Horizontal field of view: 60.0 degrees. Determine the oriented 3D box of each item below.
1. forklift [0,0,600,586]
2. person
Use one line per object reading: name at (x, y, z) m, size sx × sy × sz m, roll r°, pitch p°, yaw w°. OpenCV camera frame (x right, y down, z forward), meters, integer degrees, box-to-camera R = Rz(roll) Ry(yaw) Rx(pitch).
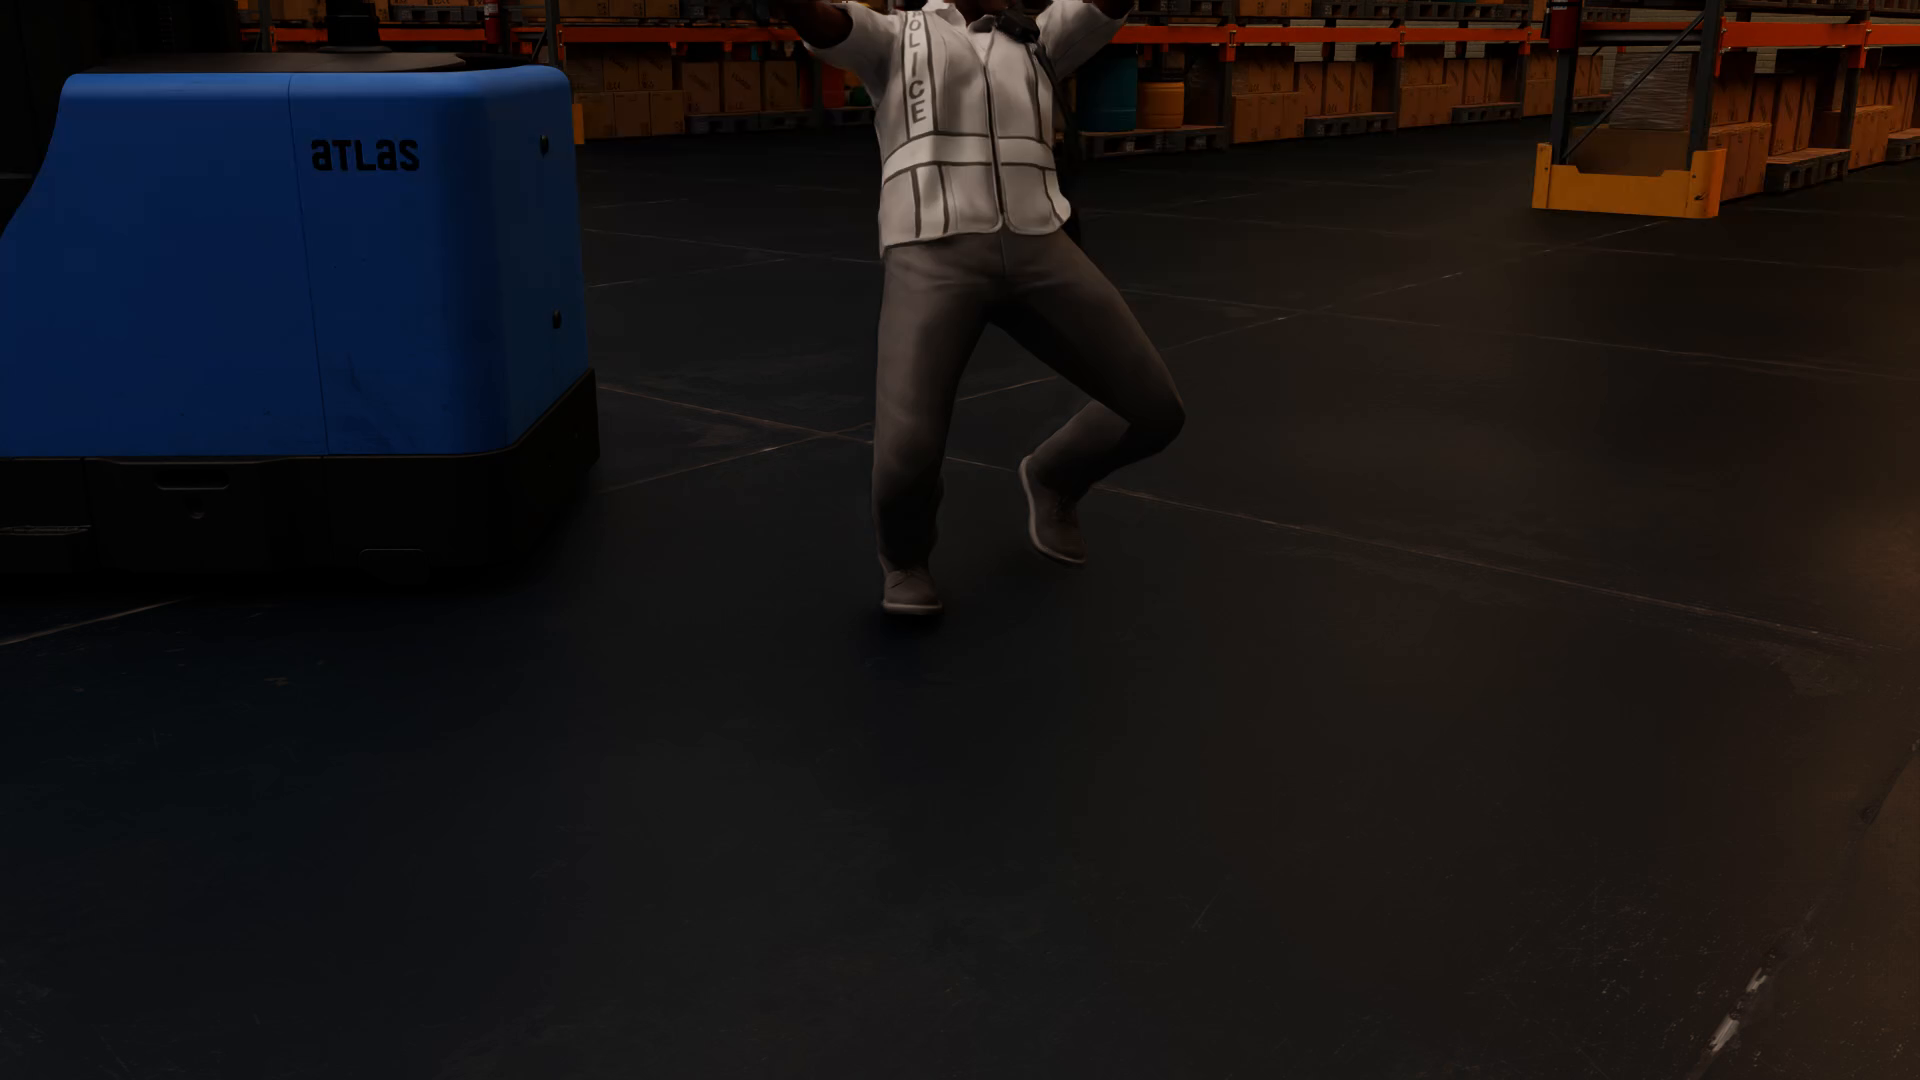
forklift at (-2.463, -1.421, 3.578) m, size 3.031 × 2.935 × 1.130 m, roll 0°, pitch 17°, yaw -1°
person at (-0.091, -0.631, 3.276) m, size 0.952 × 1.575 × 0.684 m, roll -8°, pitch 19°, yaw -26°
